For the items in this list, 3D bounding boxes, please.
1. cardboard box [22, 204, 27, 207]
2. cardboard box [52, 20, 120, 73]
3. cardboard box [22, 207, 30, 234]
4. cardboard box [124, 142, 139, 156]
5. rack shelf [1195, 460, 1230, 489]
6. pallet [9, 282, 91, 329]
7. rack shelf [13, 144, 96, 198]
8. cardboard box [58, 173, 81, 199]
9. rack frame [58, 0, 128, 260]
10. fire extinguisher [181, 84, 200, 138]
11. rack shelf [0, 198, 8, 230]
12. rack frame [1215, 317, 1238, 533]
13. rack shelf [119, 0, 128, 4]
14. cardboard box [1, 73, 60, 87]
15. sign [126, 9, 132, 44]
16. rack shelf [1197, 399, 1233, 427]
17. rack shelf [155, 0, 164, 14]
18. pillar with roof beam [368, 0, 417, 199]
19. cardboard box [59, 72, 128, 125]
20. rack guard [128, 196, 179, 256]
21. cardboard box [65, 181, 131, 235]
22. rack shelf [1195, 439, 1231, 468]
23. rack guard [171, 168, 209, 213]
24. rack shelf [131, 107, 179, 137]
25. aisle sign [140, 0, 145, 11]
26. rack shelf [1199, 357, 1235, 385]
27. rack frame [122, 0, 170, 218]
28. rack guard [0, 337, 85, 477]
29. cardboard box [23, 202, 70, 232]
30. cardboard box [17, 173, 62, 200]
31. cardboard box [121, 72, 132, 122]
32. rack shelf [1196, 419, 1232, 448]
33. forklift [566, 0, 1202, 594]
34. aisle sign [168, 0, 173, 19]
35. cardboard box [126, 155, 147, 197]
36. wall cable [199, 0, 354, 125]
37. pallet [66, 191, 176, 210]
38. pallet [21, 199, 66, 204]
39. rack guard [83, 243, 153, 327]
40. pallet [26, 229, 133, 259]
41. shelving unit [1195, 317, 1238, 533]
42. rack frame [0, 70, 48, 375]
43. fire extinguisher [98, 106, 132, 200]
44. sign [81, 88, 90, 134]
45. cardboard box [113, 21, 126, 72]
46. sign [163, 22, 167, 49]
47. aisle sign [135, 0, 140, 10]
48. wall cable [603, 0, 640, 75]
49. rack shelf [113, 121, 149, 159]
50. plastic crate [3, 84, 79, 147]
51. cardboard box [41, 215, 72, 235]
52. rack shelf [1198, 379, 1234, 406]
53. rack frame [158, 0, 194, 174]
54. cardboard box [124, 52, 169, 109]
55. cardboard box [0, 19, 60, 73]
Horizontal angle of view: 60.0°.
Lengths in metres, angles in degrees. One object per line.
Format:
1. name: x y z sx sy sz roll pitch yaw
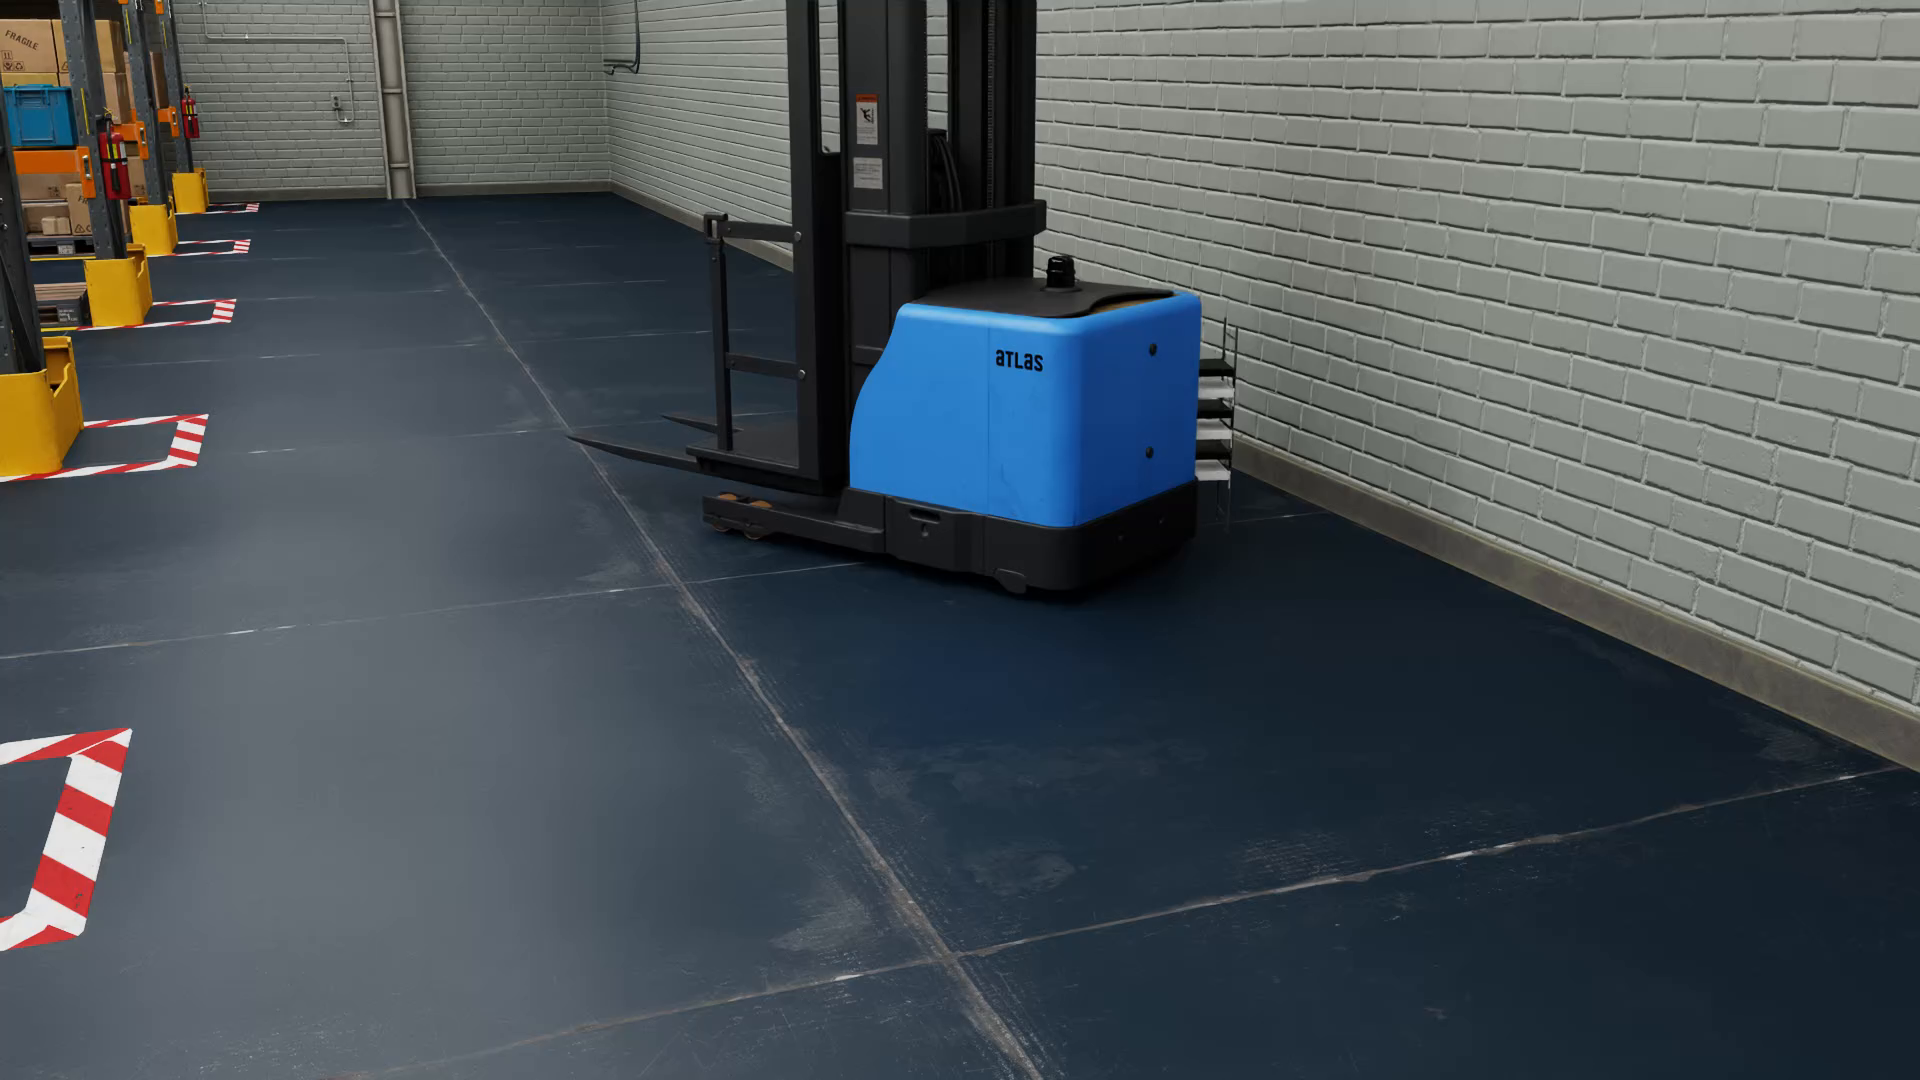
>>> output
1. cardboard box: -9.939 -3.325 17.196 0.500 0.250 0.500 -6 17 -20
2. cardboard box: -8.713 -4.925 16.592 0.500 0.500 0.500 -6 18 -21
3. cardboard box: -9.713 -3.198 16.765 0.500 0.250 0.500 -6 17 -20
4. cardboard box: -10.745 -5.099 21.677 0.250 0.149 0.380 -6 17 -20
5. rack shelf: 1.050 -0.290 7.246 0.200 0.077 0.258 -1 16 -4
6. pallet: -7.411 -1.800 12.852 1.213 0.211 1.003 -6 17 -20
7. rack shelf: -8.495 -2.664 12.122 4.000 0.370 1.077 -6 17 -20
8. cardboard box: -11.257 -4.672 21.375 0.500 0.500 0.700 -6 17 -20
9. rack frame: -6.627 -3.210 12.707 0.127 3.000 1.000 -6 17 -20
10. fire extinguisher: -9.866 -5.495 21.285 0.183 0.674 0.296 -6 17 -20
11. rack shelf: -6.722 -1.361 7.684 4.000 0.370 1.077 -6 17 -20
12. rack frame: 1.152 -0.497 7.193 0.006 0.900 0.240 -1 16 -4
13. rack shelf: -10.264 -5.407 16.139 4.000 0.370 1.077 -6 17 -20
14. cardboard box: -9.200 -4.392 16.554 0.500 0.500 0.500 -6 17 -20
15. sign: -8.216 -5.073 16.435 0.005 0.325 0.100 -6 17 -20
16. rack shelf: 1.050 -0.549 7.169 0.200 0.077 0.258 -1 16 -4
17. rack shelf: -12.040 -6.709 20.576 4.000 0.370 1.077 -6 17 -20
18. pillar with roof beam: -6.420 -8.063 18.583 0.400 9.000 9.100 -6 17 -20
19. cardboard box: -8.717 -4.445 16.735 0.500 0.500 0.500 -6 17 -18
20. rack guard: -8.467 -3.307 17.473 0.348 0.500 1.175 -6 17 -20
21. cardboard box: -8.816 -3.406 17.029 0.500 0.500 0.500 -6 17 -20
22. rack shelf: 1.050 -0.376 7.220 0.200 0.077 0.258 -1 16 -4
23. rack guard: -10.150 -4.620 21.944 0.348 0.500 1.175 -6 17 -20
24. rack shelf: -12.040 -5.270 20.998 4.000 0.370 1.077 -6 17 -20
25. aisle sign: -8.437 -5.846 17.067 0.004 0.787 0.394 -6 17 -20
26. rack shelf: 1.050 -0.722 7.119 0.200 0.077 0.258 -1 16 -4
27. rack frame: -8.396 -4.514 17.147 0.127 3.000 1.000 -6 17 -20
28. rack guard: -4.832 -0.710 8.630 0.348 0.500 1.175 -6 17 -20
29. cardboard box: -9.472 -3.375 17.368 0.500 0.250 0.500 -6 17 -20
30. cardboard box: -11.727 -4.621 21.202 0.500 0.500 0.700 -7 18 -22
31. cardboard box: -8.905 -4.587 17.216 0.500 0.500 0.500 -6 17 -19
32. rack shelf: 1.050 -0.463 7.195 0.200 0.077 0.258 -1 16 -4
33. forklift: -0.495 -1.512 7.047 3.031 2.935 1.130 12 20 35
34. aisle sign: -9.997 -6.993 20.973 0.004 0.787 0.394 -6 17 -20
35. cardboard box: -10.790 -4.722 21.547 0.500 0.500 0.700 -6 17 -20
36. wall cable: -9.315 -6.683 22.728 1.851 1.984 0.084 -6 17 -20
37. pallet: -10.891 -4.378 21.632 1.213 0.211 1.003 -6 17 -20
38. pallet: -12.028 -4.256 21.217 1.213 0.211 1.003 -6 17 -20
39. rack guard: -6.609 -2.017 13.079 0.348 0.500 1.175 -6 17 -20
40. pallet: -9.211 -3.088 17.239 1.213 0.211 1.003 -6 17 -20
41. shelving unit: 1.050 -0.495 7.185 0.210 0.900 0.258 -1 16 -4
42. rack frame: -4.855 -1.907 8.270 0.127 3.000 1.000 -6 17 -20
43. fire extinguisher: -6.324 -2.890 12.415 0.183 0.674 0.296 -6 17 -20
44. sign: -6.415 -3.146 12.197 0.005 0.325 0.100 -6 17 -20
45. cardboard box: -8.905 -5.066 17.076 0.500 0.500 0.500 -6 17 -18
46. sign: -9.991 -6.342 20.896 0.005 0.325 0.100 -6 17 -20
47. aisle sign: -8.223 -5.688 16.529 0.004 0.787 0.394 -6 17 -20
48. wall cable: -4.763 -7.682 22.797 0.112 2.526 3.097 -6 17 -20
49. rack shelf: -10.264 -3.967 16.561 4.000 0.370 1.077 -6 17 -20
50. plastic crate: -6.873 -3.173 12.412 0.499 0.435 0.616 -6 17 -20
51. cardboard box: -9.226 -3.229 17.018 0.250 0.166 0.380 -6 17 -20
52. rack shelf: 1.050 -0.635 7.144 0.200 0.077 0.258 -1 16 -4
53. rack frame: -10.172 -5.817 21.584 0.127 3.000 1.000 -6 17 -20
54. cardboard box: -10.645 -5.907 21.357 0.700 0.700 0.980 -5 17 -18
55. cardboard box: -9.185 -4.873 16.418 0.500 0.500 0.500 -6 17 -19
